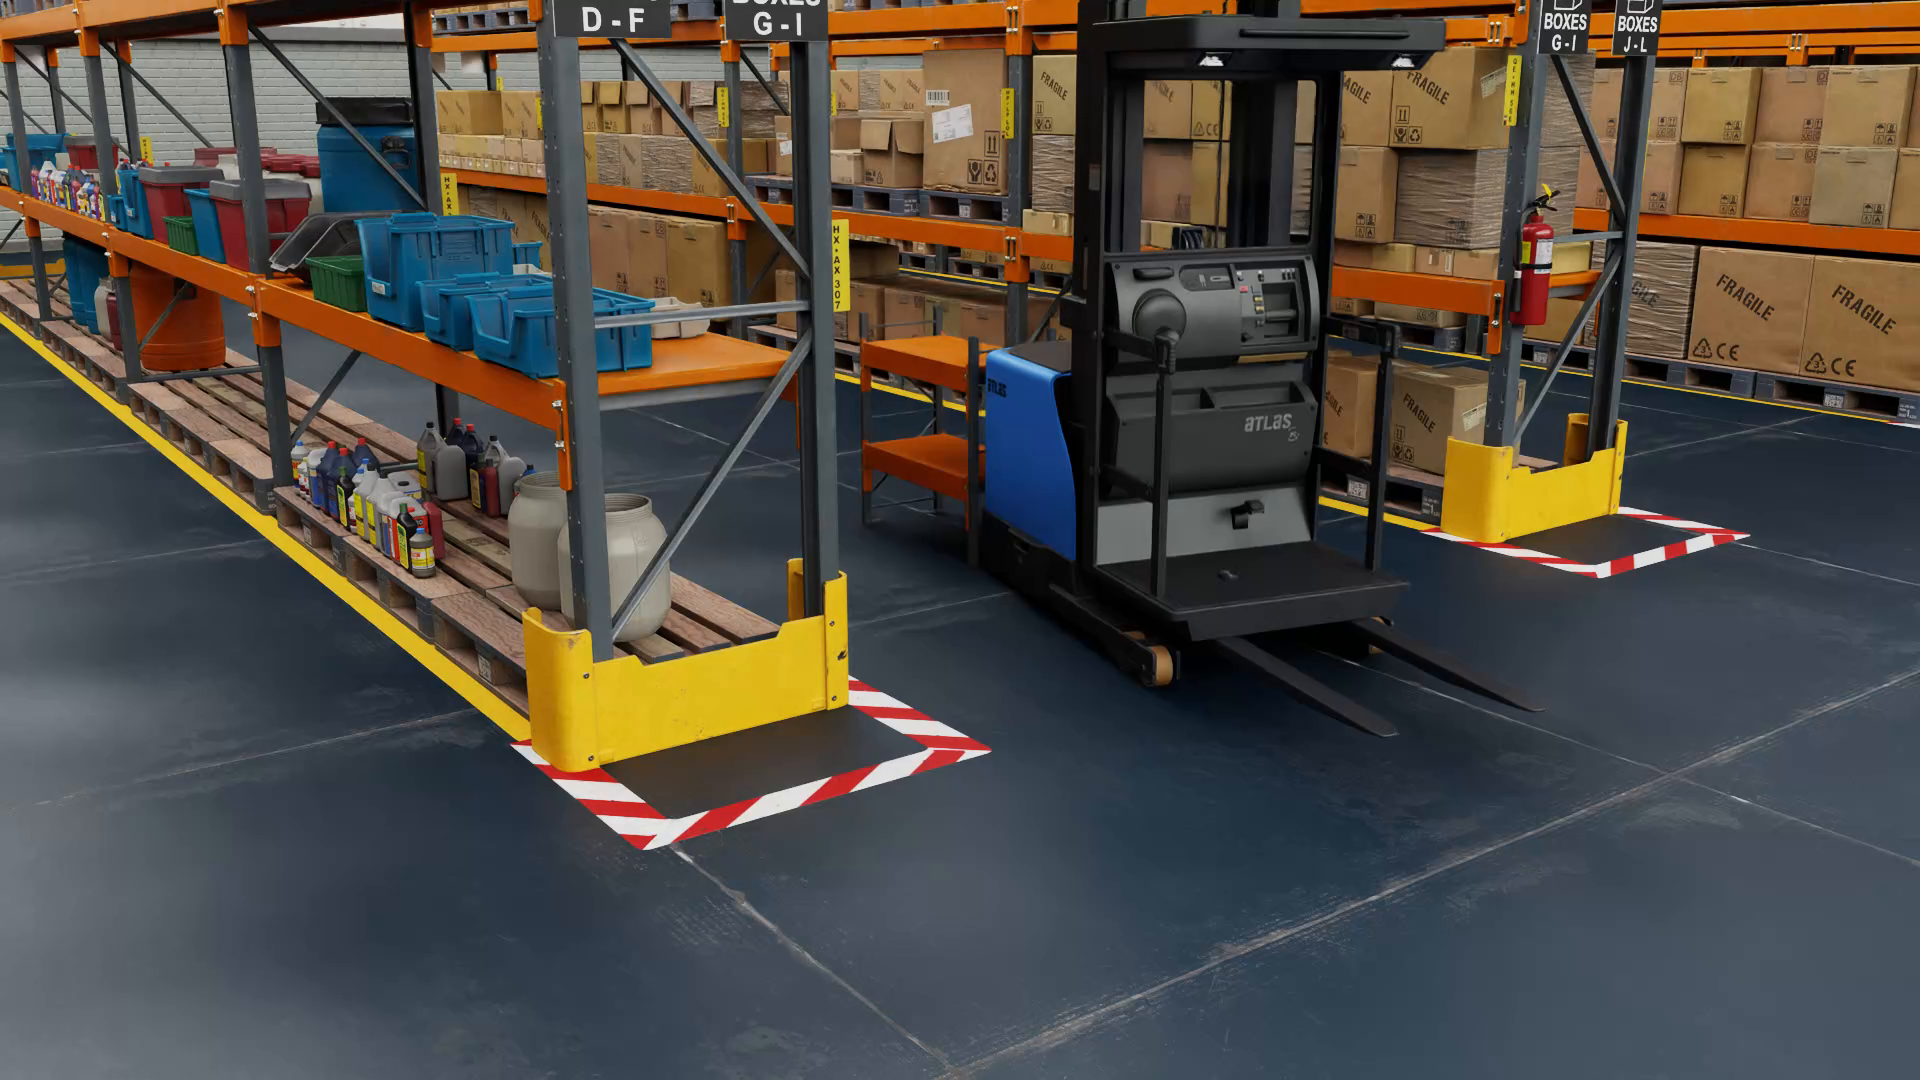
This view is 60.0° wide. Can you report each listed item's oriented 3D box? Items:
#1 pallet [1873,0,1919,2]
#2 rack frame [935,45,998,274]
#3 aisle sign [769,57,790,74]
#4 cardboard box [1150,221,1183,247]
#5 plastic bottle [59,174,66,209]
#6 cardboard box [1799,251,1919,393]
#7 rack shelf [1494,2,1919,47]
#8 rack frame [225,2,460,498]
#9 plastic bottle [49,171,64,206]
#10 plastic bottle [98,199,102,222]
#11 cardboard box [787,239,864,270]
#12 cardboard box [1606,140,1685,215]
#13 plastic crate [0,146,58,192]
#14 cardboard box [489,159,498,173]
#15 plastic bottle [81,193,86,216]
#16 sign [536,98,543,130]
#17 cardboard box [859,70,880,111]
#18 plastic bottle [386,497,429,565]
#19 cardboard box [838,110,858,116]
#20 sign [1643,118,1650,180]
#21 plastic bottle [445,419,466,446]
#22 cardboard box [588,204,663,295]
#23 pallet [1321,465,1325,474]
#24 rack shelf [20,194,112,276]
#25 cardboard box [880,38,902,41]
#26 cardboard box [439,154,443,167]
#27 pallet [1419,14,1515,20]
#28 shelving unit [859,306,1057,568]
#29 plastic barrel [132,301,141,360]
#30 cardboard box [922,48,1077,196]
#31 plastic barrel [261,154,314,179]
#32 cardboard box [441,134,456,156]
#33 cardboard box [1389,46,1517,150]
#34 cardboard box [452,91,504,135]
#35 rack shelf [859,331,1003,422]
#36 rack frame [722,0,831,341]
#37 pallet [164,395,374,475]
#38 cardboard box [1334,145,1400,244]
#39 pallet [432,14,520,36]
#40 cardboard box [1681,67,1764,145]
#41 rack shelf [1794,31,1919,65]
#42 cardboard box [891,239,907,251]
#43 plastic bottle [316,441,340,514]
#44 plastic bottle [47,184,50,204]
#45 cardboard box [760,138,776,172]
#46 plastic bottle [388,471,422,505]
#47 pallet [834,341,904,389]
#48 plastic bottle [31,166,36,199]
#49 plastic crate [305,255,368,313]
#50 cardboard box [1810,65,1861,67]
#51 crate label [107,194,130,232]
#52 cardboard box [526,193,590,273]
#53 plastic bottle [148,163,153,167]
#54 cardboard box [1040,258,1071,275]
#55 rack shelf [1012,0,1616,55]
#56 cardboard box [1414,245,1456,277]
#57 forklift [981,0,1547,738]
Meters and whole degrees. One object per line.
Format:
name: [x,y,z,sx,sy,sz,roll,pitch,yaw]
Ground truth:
pallet: [6.745,-3.842,11.419,1.003,0.211,1.213,-11,19,-35]
rack frame: [0.134,-4.844,20.592,1.000,3.000,0.127,-11,19,-35]
aisle sign: [-2.503,-6.921,23.257,0.394,0.787,0.004,-11,19,-35]
cardboard box: [1.405,-1.911,10.350,0.380,0.149,0.250,-11,19,-35]
plastic bottle: [-7.195,-2.810,13.404,0.097,0.271,0.097,0,15,0]
cardboard box: [6.738,-1.594,11.947,0.875,0.875,0.875,-11,19,-34]
rack shelf: [6.014,-3.808,12.489,1.077,0.370,4.000,-11,19,-35]
rack frame: [-3.240,-1.619,8.808,1.000,3.000,0.127,-11,19,-35]
plastic bottle: [-7.435,-2.911,13.766,0.152,0.276,0.135,-11,19,-35]
plastic bottle: [-6.228,-2.425,12.129,0.097,0.201,0.097,0,15,0]
cardboard box: [-1.167,-2.471,14.405,0.500,0.250,0.500,-10,18,-32]
cardboard box: [5.629,-2.884,13.146,0.875,0.550,0.550,-11,19,-35]
plastic crate: [-8.494,-3.395,15.214,0.392,0.384,0.575,-11,19,-35]
cardboard box: [-5.137,-4.263,18.946,0.380,0.149,0.250,-11,19,-35]
plastic bottle: [-6.649,-2.578,12.689,0.097,0.201,0.097,0,15,0]
sign: [-4.385,-4.465,17.418,0.100,0.325,0.005,-11,19,-35]
cardboard box: [-0.959,-5.797,21.429,0.500,0.500,0.500,-10,18,-33]
plastic bottle: [-2.448,-0.045,7.385,0.152,0.276,0.135,-11,19,-34]
cardboard box: [-1.259,-5.426,21.967,0.500,0.500,0.500,-11,19,-36]
sign: [3.557,-2.035,8.690,0.100,0.325,0.005,-11,19,-35]
plastic bottle: [-2.628,-0.460,8.760,0.144,0.351,0.185,-11,19,-36]
cardboard box: [-3.019,-2.949,16.899,1.225,0.875,0.875,-12,19,-36]
pallet: [1.912,-0.644,10.528,1.003,0.211,1.213,-11,19,-35]
rack shelf: [-6.768,-2.553,13.584,1.077,0.370,4.000,-11,19,-35]
cardboard box: [-0.657,-6.390,20.842,0.500,0.250,0.500,-11,19,-35]
cardboard box: [-6.195,-4.647,20.349,0.380,0.149,0.250,-11,19,-35]
pallet: [4.259,-4.678,14.667,0.805,0.209,1.217,-12,19,-37]
shelving unit: [-0.027,-0.559,8.489,0.538,1.125,1.048,-10,18,-32]
plastic barrel: [-6.297,-1.684,12.963,0.421,0.512,0.421,0,15,0]
cardboard box: [0.413,-3.071,12.181,1.000,1.000,1.000,-11,19,-34]
plastic barrel: [-4.311,-2.172,10.571,0.433,0.535,0.433,0,15,0]
cardboard box: [-5.914,-4.767,20.030,0.500,0.250,0.500,-11,19,-35]
cardboard box: [2.595,-2.286,8.601,0.500,0.500,0.500,-11,19,-35]
cardboard box: [-5.622,-5.022,19.542,0.500,0.500,0.500,-11,19,-36]
rack shelf: [-0.027,-0.842,8.412,0.538,0.278,1.000,-10,18,-32]
rack frame: [-1.585,-3.242,14.738,1.000,3.000,0.127,-11,19,-35]
pallet: [-4.454,-0.696,10.719,1.003,0.211,1.213,-11,19,-35]
cardboard box: [2.426,-1.935,9.210,0.875,0.500,0.500,-11,19,-35]
pallet: [-5.844,-6.197,20.022,1.003,0.211,1.213,-11,19,-35]
cardboard box: [5.969,-3.297,12.610,0.875,0.550,0.500,-11,19,-35]
rack shelf: [9.959,-4.598,15.375,1.077,0.370,4.000,-11,19,-35]
cardboard box: [-0.665,-3.817,21.446,0.380,0.149,0.250,-12,19,-36]
plastic bottle: [-3.101,-0.316,8.234,0.144,0.351,0.185,-10,18,-33]
plastic bottle: [-7.604,-2.924,13.955,0.097,0.201,0.097,0,15,0]
cardboard box: [-1.651,-3.436,15.258,0.500,0.500,0.500,-10,18,-33]
plastic bottle: [-2.635,-0.178,7.869,0.152,0.276,0.135,-11,19,-35]
pallet: [-0.414,-1.469,13.544,1.003,0.211,1.213,-11,19,-35]
plastic bottle: [-8.073,-3.126,14.537,0.061,0.283,0.133,-11,19,-35]
plastic crate: [-2.670,-1.183,7.617,0.450,0.188,0.662,-11,19,-35]
cardboard box: [8.866,-4.472,16.586,0.700,0.500,0.500,-11,19,-35]
crate label: [-5.647,-2.244,11.409,0.303,0.233,0.416,-11,19,-35]
cardboard box: [-4.260,-3.427,18.644,0.875,0.875,0.875,-11,19,-35]
plastic bottle: [-6.535,-2.870,13.474,0.144,0.351,0.185,-11,19,-35]
cardboard box: [1.262,-3.309,18.922,0.500,0.500,0.500,-12,19,-37]
rack shelf: [1.943,-3.060,9.755,1.077,0.370,4.000,-11,19,-35]
cardboard box: [2.638,-1.494,8.830,0.380,0.149,0.250,-11,19,-35]
forklift: [1.121,-0.964,6.546,1.130,2.935,3.031,-6,16,-21]
